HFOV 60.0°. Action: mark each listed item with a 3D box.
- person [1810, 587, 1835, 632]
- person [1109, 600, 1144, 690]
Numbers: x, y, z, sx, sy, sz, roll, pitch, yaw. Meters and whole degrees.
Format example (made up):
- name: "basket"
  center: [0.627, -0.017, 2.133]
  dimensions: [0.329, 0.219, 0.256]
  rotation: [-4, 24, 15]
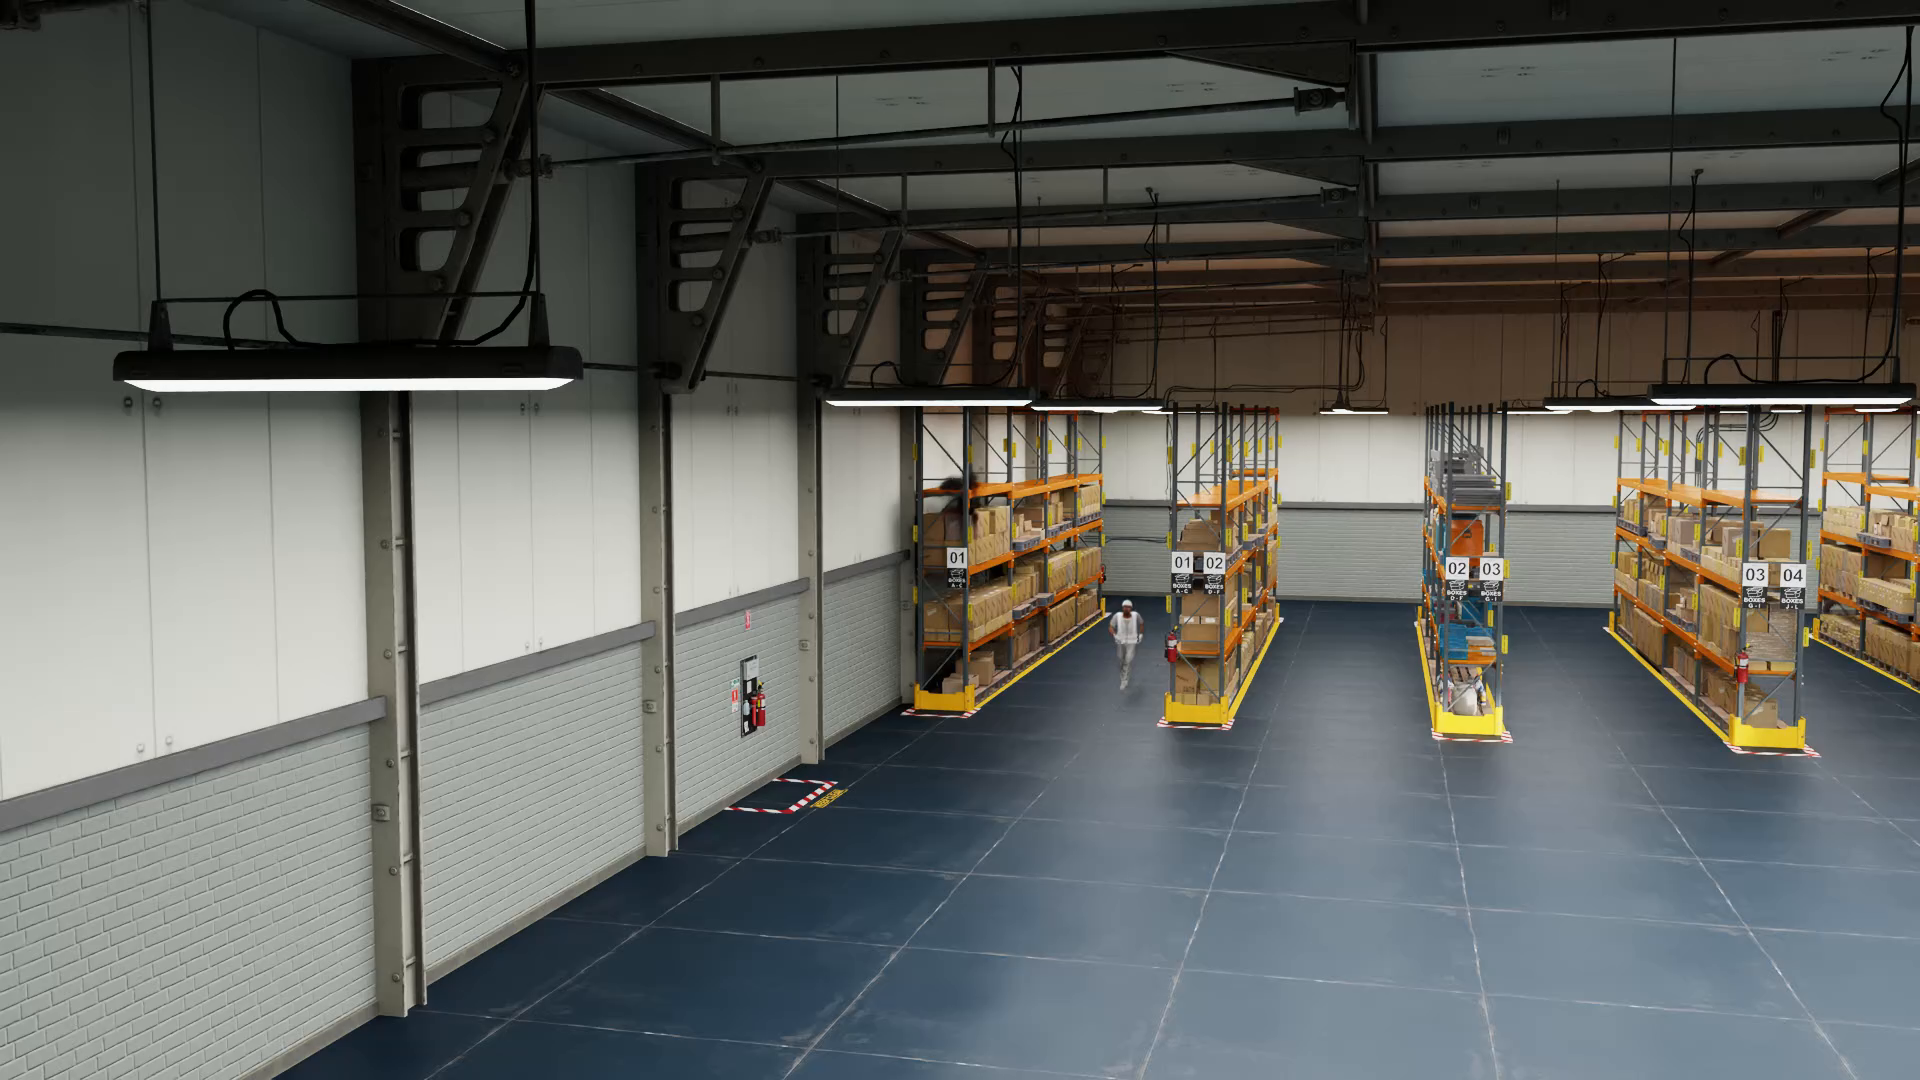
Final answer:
- name: "person"
  center: [22.988, 1.600, 44.028]
  dimensions: [0.928, 1.693, 0.664]
  rotation: [0, 4, -1]
- name: "person"
  center: [3.348, 2.088, 33.501]
  dimensions: [0.707, 1.780, 0.901]
  rotation: [1, 4, 8]
